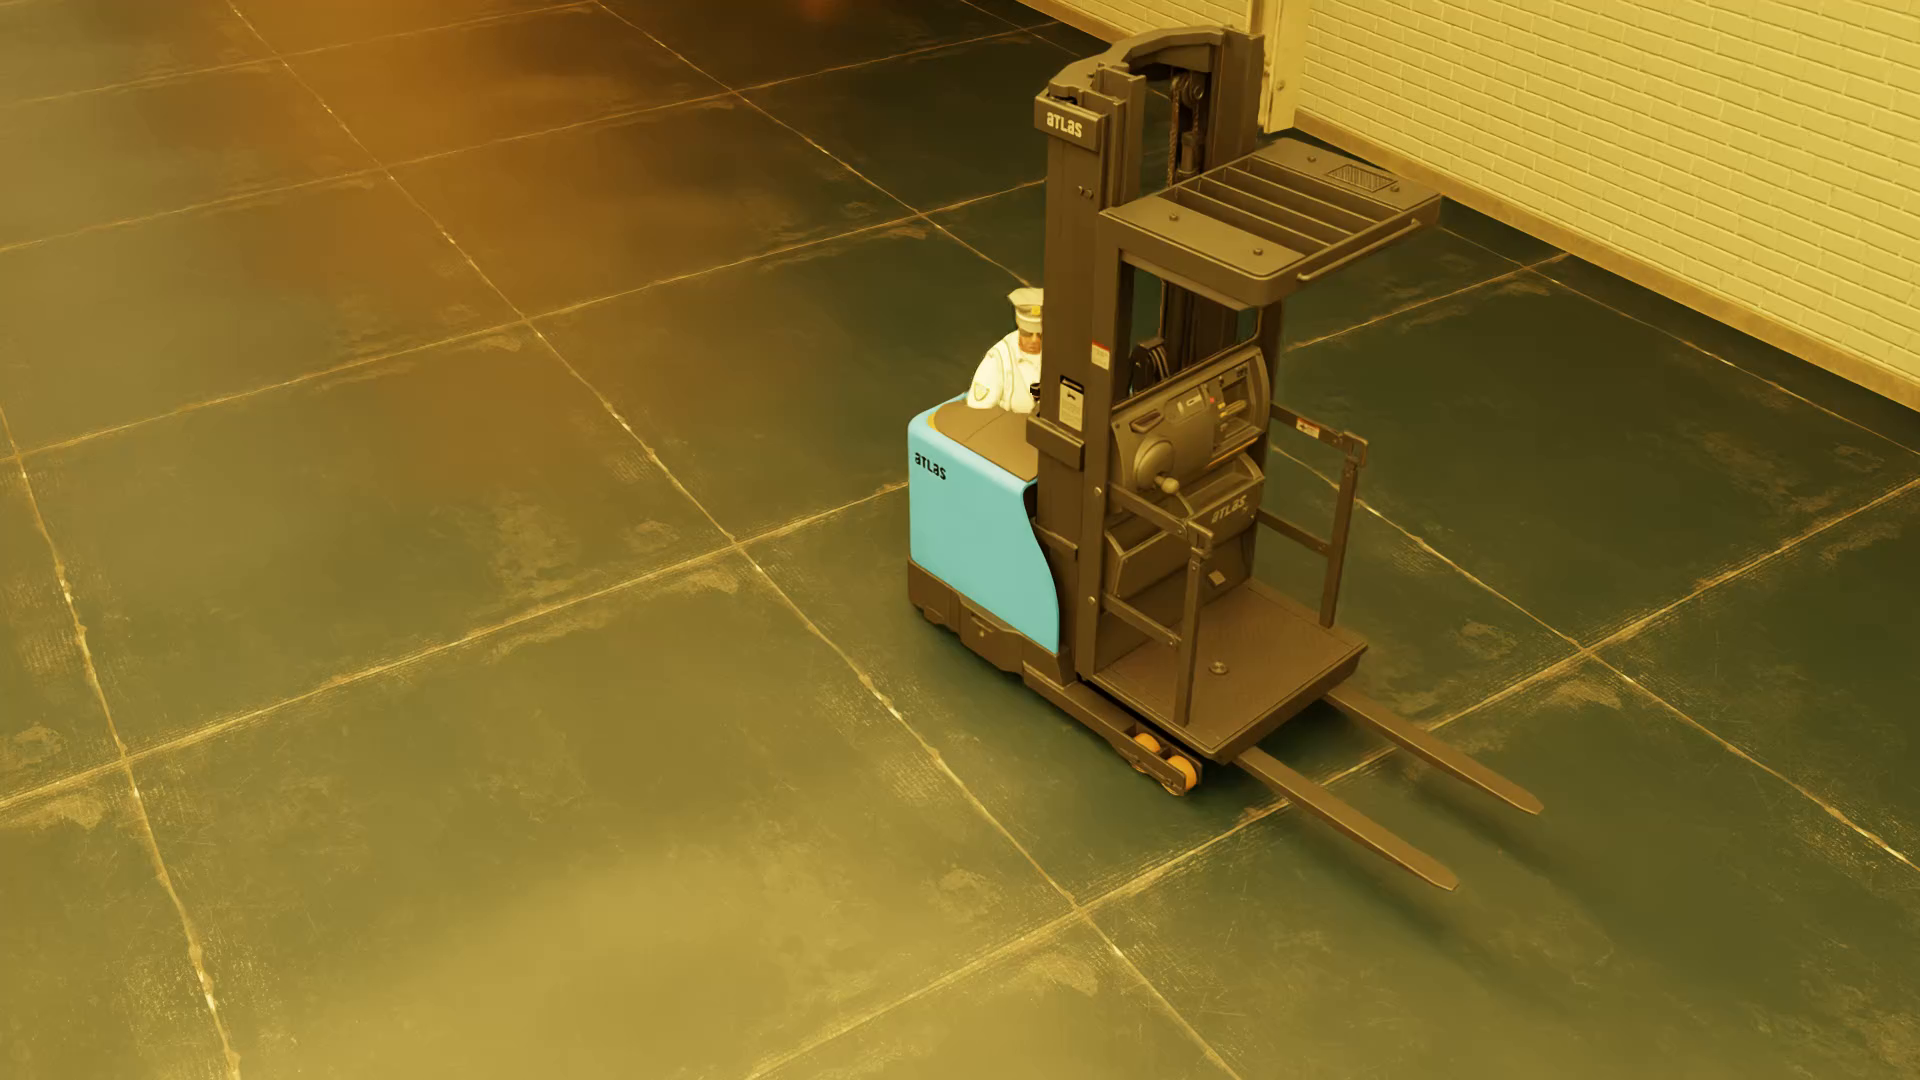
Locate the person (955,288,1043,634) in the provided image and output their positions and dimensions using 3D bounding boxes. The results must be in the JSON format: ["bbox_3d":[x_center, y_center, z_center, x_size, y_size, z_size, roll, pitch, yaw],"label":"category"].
[{"bbox_3d":[0.365,-0.357,7.766,0.795,1.648,0.630,2,35,2],"label":"person"}]

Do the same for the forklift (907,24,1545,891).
[{"bbox_3d":[1.111,-0.439,6.773,1.130,2.935,3.031,-28,44,-34],"label":"forklift"}]
